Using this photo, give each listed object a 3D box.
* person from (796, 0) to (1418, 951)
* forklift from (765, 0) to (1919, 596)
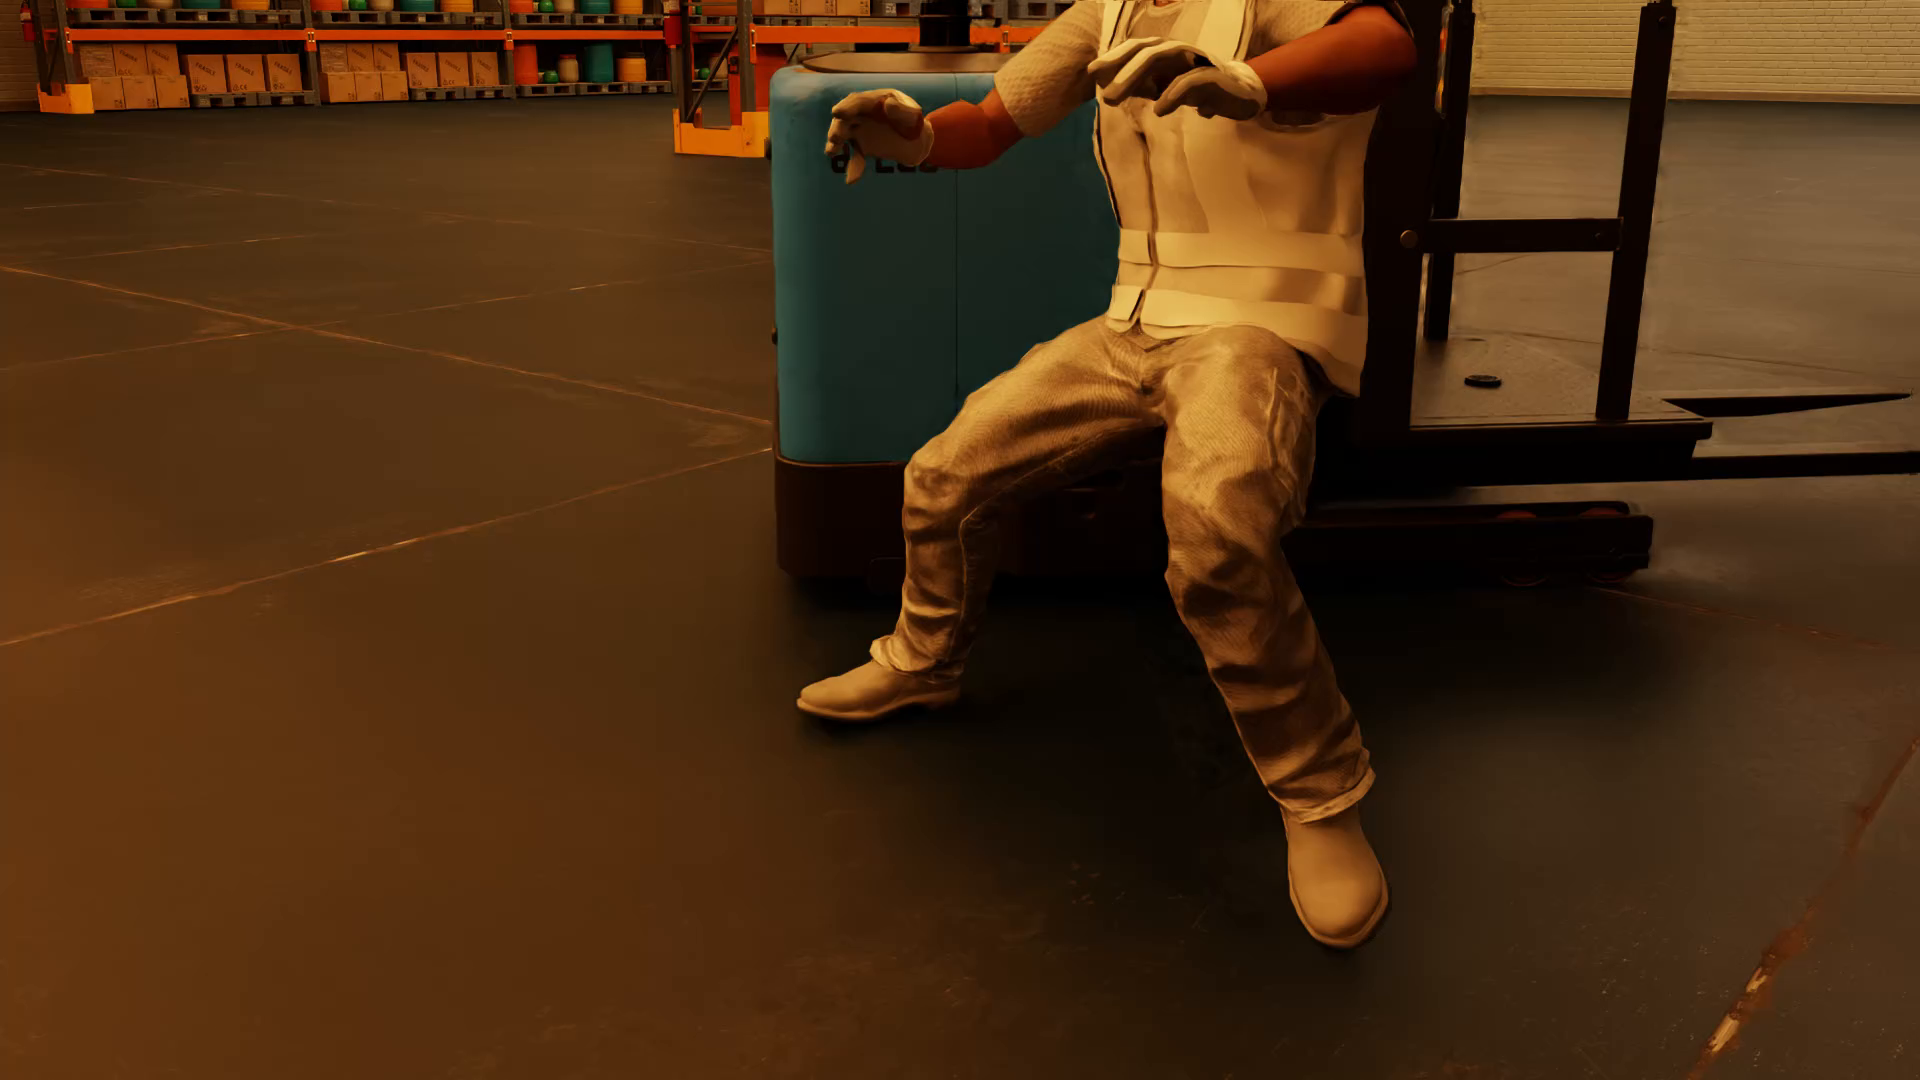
[{"bbox_3d":[0.212,-0.322,2.366,0.737,1.532,1.119,-8,19,-25],"label":"person"},{"bbox_3d":[1.076,-1.451,3.676,3.031,2.935,1.130,-2,17,-6],"label":"forklift"}]
